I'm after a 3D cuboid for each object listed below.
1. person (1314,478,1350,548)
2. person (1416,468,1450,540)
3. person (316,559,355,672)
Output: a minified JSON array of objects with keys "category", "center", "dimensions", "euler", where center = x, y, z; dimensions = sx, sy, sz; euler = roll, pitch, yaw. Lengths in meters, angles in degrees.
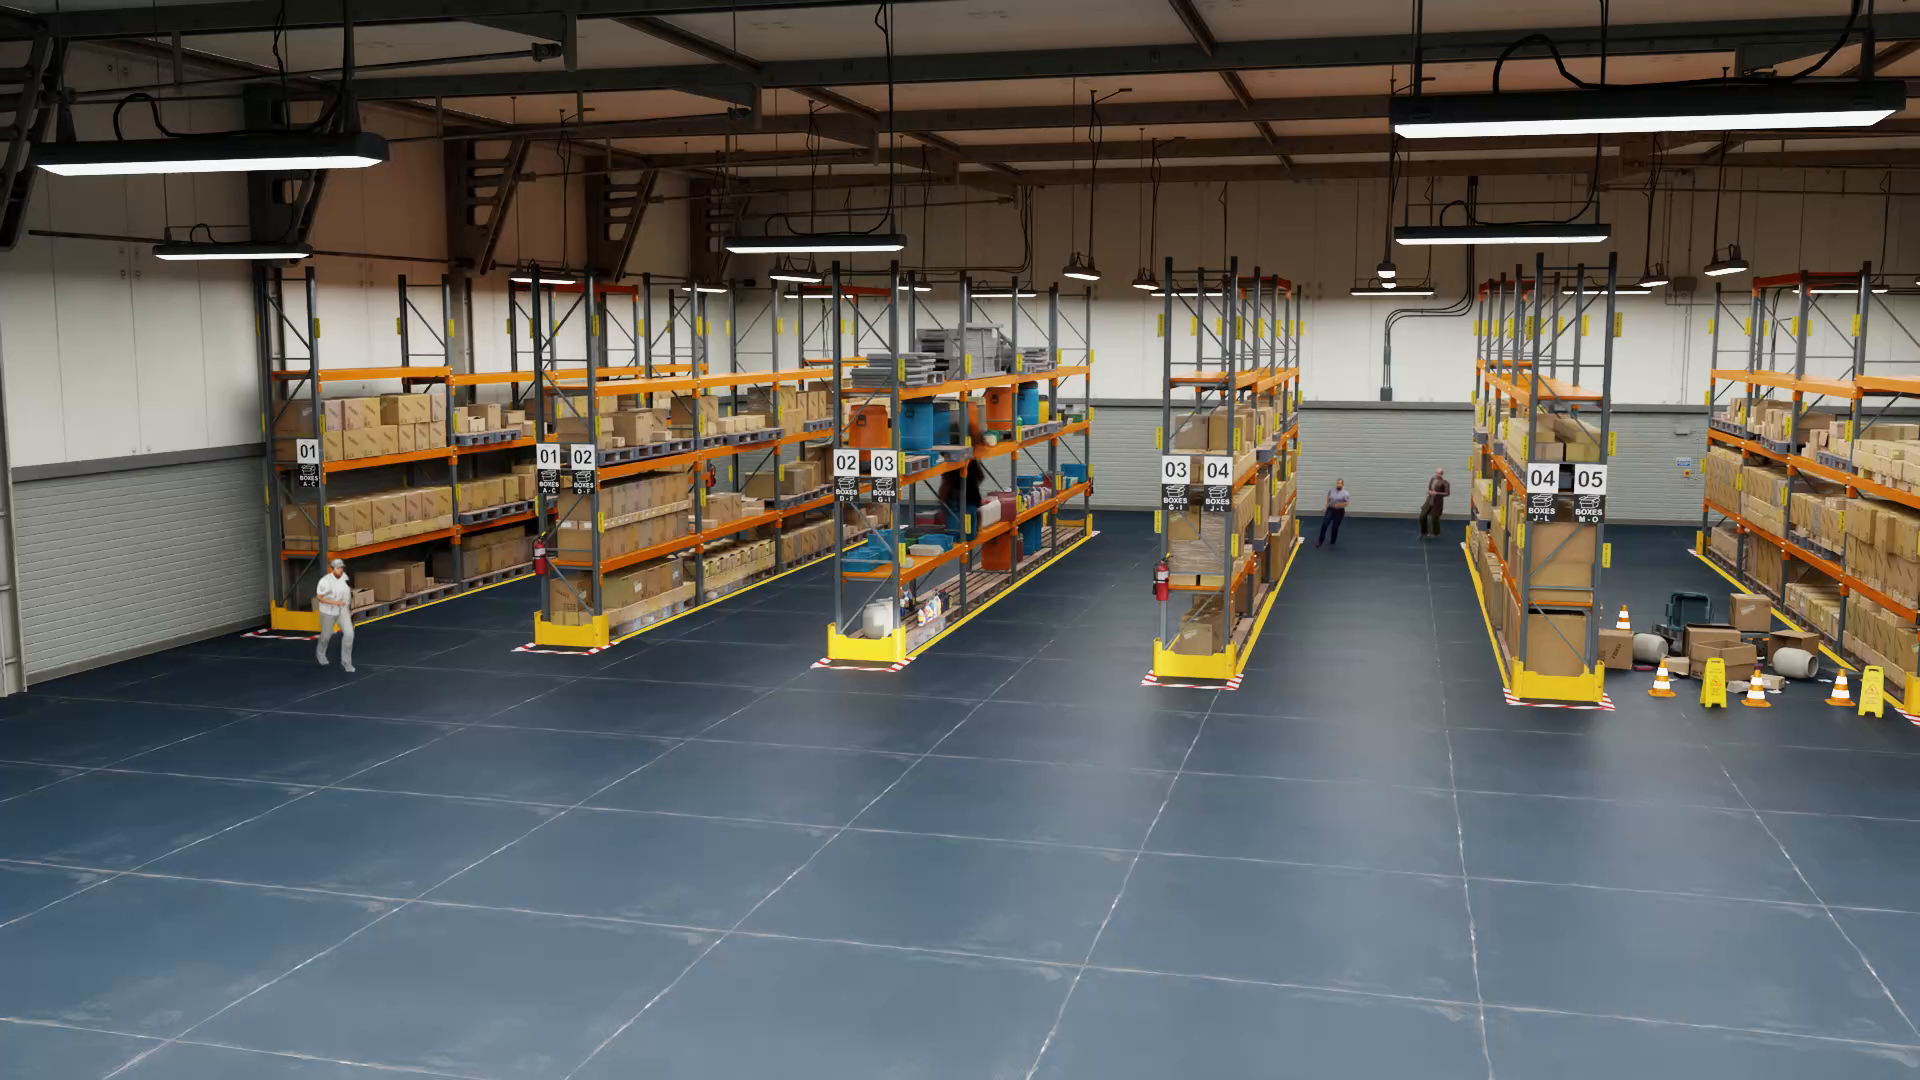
[{"category":"person","center":[8.537,-0.620,37.985],"dimensions":[0.734,1.609,0.772],"euler":[3,8,25]},{"category":"person","center":[11.281,-0.835,39.371],"dimensions":[0.732,1.772,0.793],"euler":[-6,9,-40]},{"category":"person","center":[-9.255,1.101,24.532],"dimensions":[0.890,1.696,0.617],"euler":[6,10,41]}]
